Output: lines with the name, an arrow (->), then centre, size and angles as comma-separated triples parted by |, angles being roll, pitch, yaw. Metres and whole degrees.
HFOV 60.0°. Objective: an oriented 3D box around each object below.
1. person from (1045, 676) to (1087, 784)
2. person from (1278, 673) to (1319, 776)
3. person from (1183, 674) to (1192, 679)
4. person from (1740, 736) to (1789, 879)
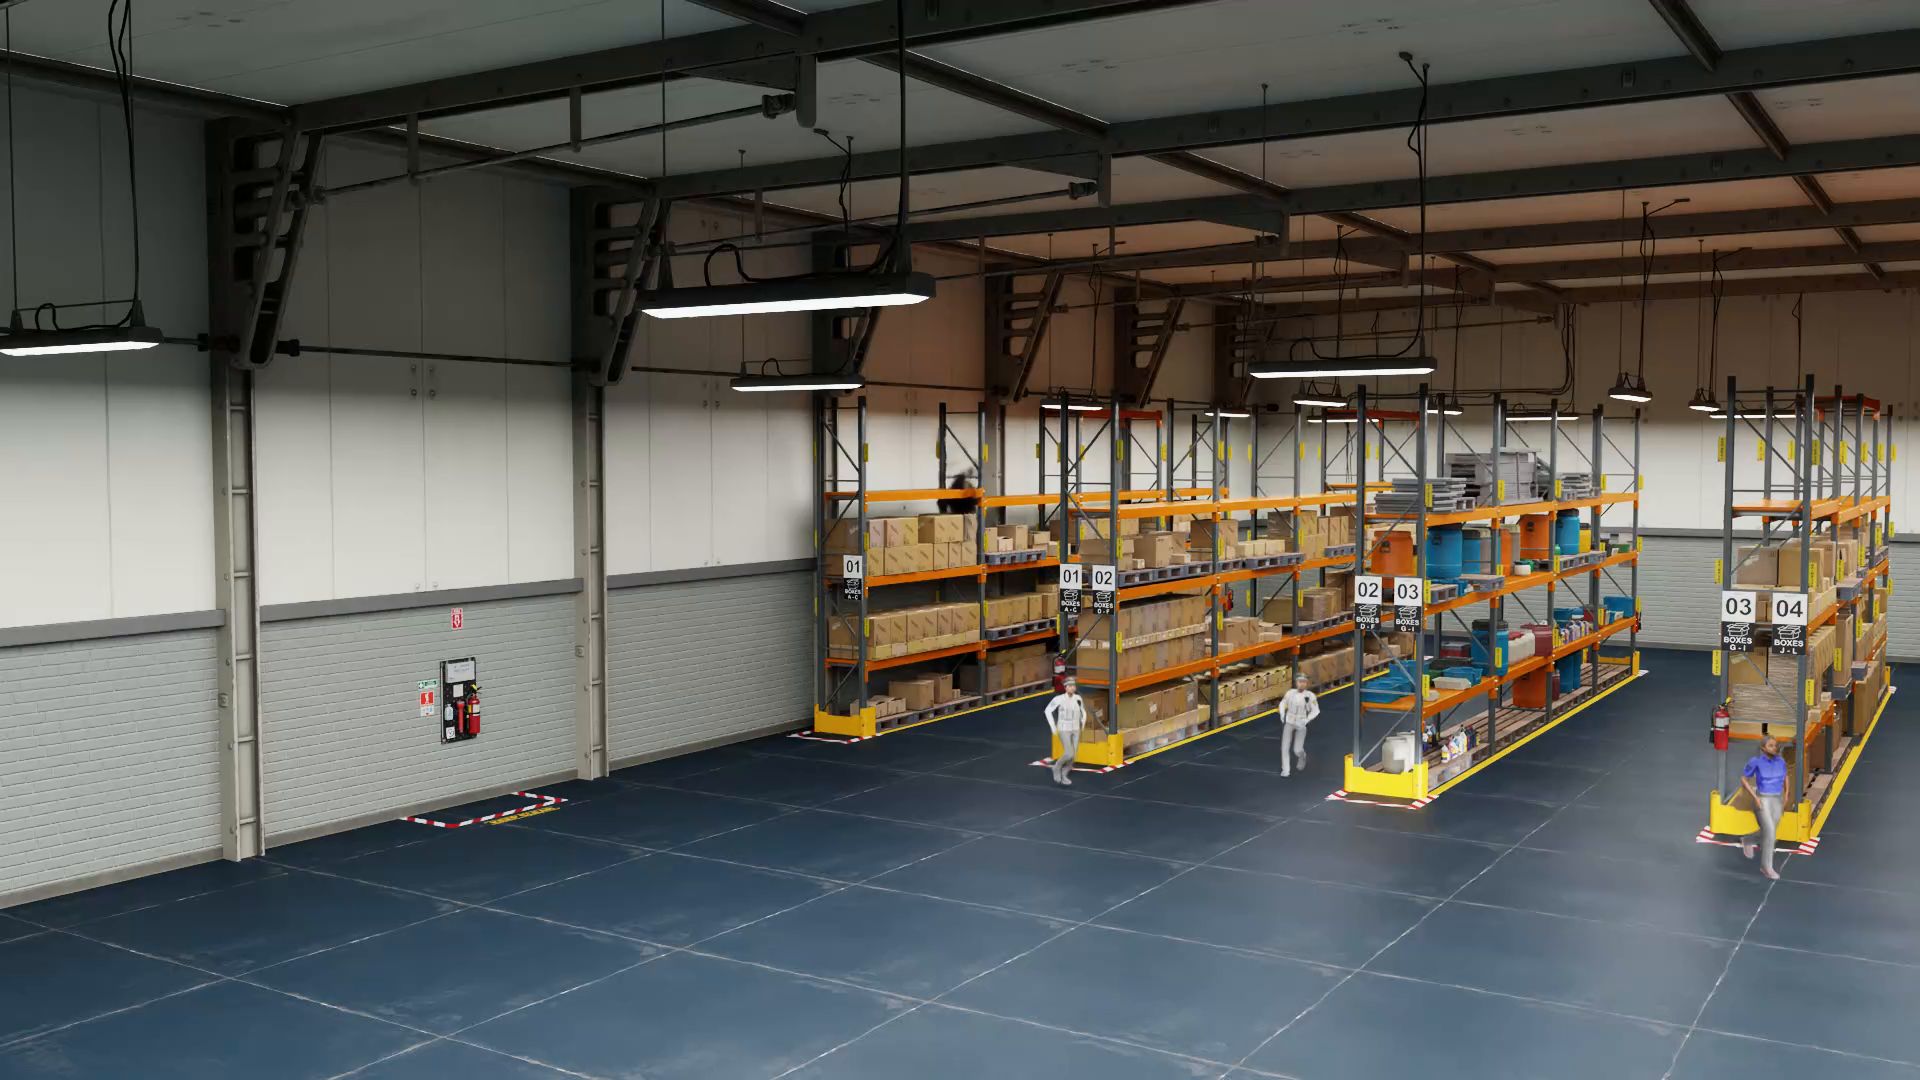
person -> 1.646, 2.858, 24.904 | 0.606, 1.648, 0.555 | -1, 3, -25
person -> 5.211, 2.845, 25.713 | 0.609, 1.615, 0.511 | 1, 3, 25
person -> 4.431, 2.358, 33.970 | 0.711, 1.759, 0.856 | 2, 4, 37
person -> 9.597, 3.146, 19.873 | 0.578, 1.657, 0.740 | 0, 3, -9
